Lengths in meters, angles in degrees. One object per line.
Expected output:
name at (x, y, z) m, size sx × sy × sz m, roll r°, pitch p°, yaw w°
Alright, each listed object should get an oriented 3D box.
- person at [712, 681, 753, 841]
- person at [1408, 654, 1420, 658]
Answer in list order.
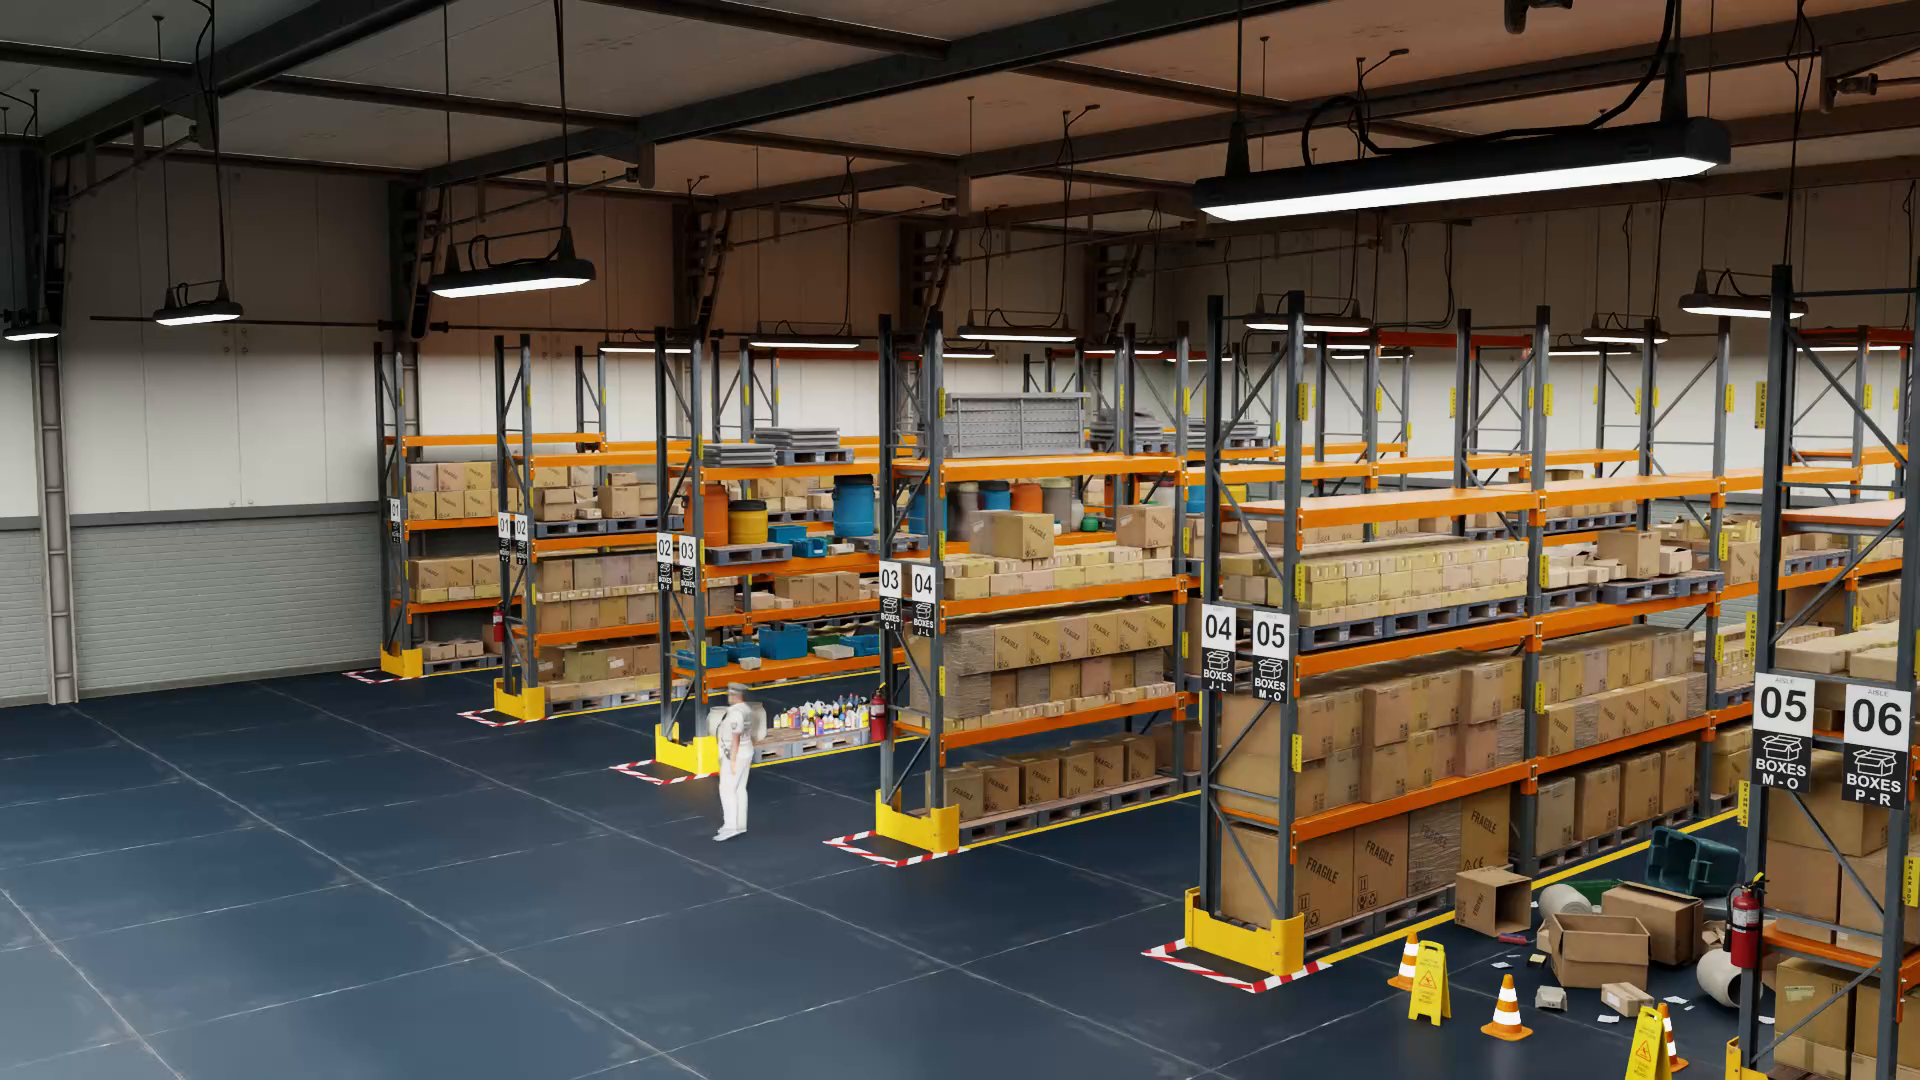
person at (-2.621, 2.553, 19.265) m, size 0.416 × 1.813 × 0.605 m, roll 1°, pitch 5°, yaw 7°
person at (5.965, 2.299, 22.021) m, size 1.004 × 1.733 × 0.641 m, roll -4°, pitch 7°, yaw -37°
